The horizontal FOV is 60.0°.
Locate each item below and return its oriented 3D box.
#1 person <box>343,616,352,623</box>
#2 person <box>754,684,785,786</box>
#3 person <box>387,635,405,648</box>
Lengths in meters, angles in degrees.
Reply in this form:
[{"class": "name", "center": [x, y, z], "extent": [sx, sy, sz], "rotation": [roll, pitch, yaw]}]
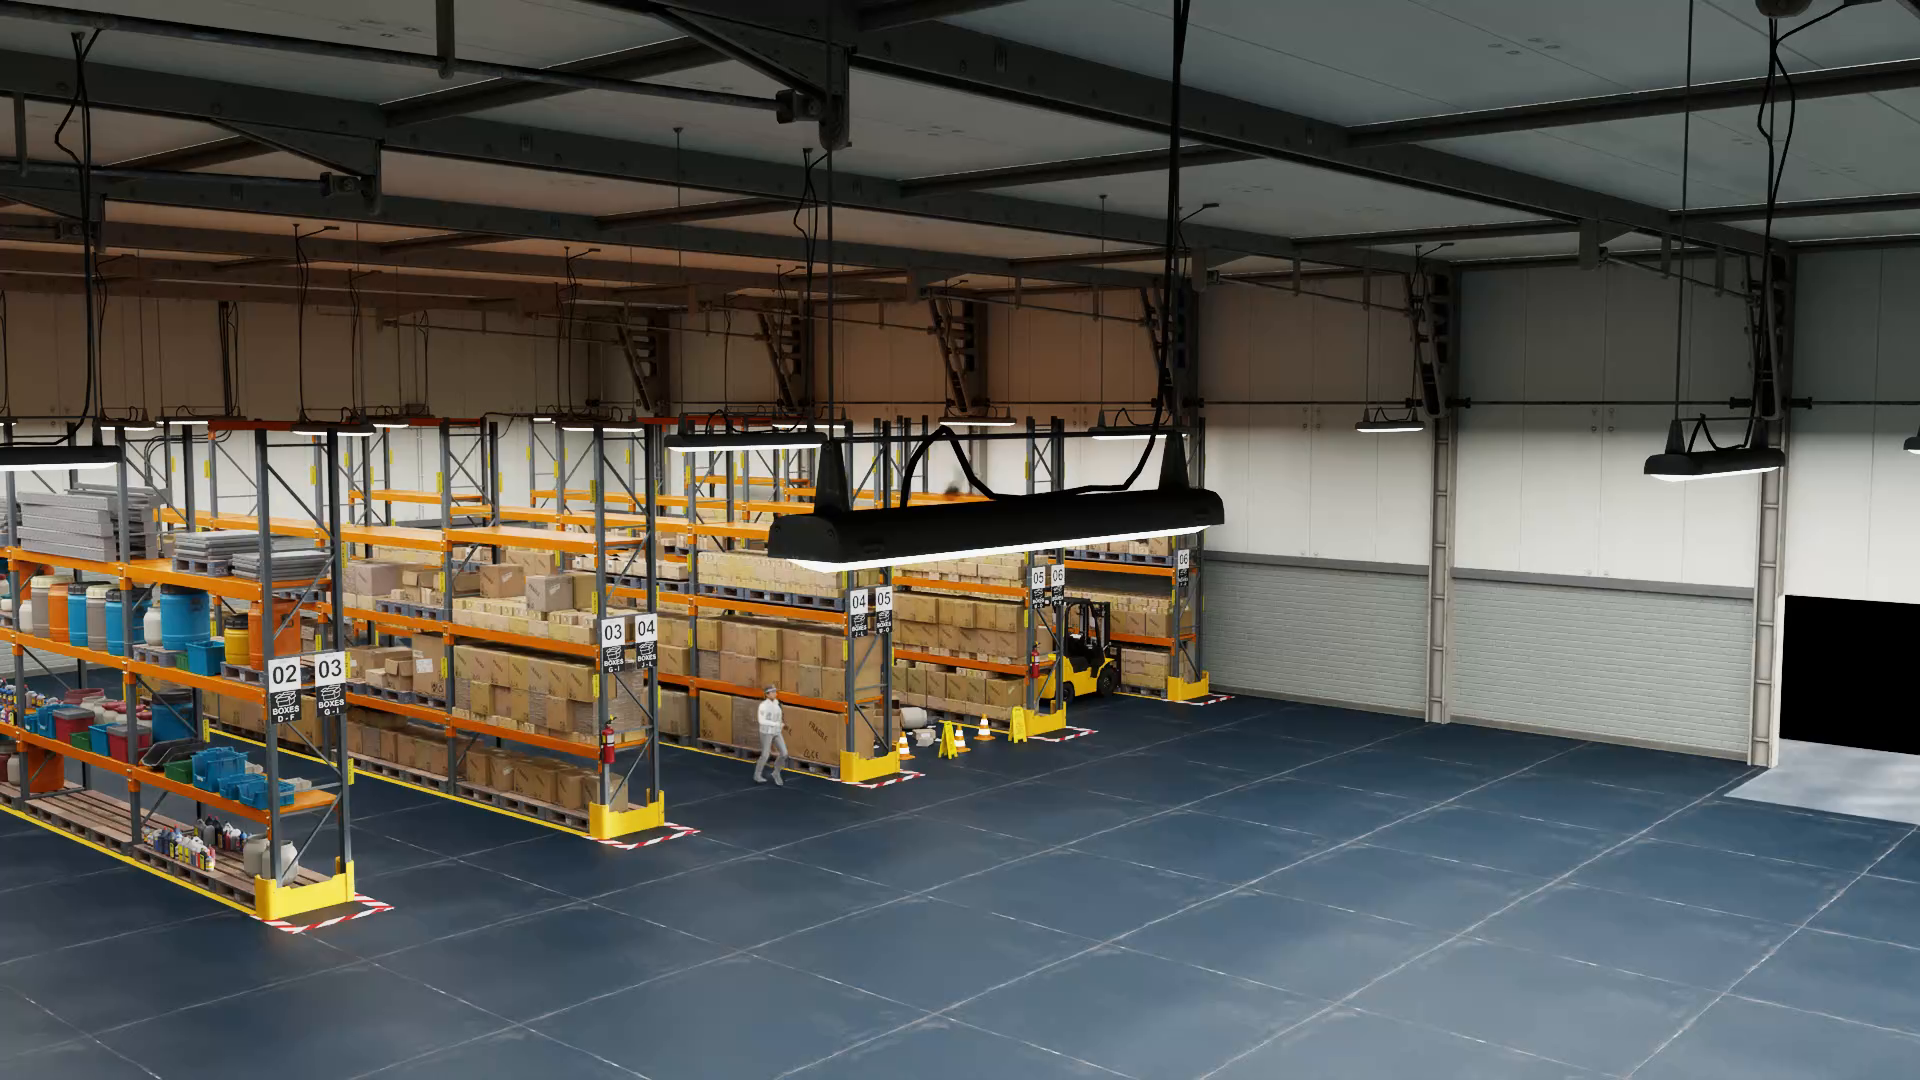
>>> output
[{"class": "person", "center": [-14.563, 2.247, 39.573], "extent": [0.854, 1.670, 0.697], "rotation": [-4, 6, -38]}, {"class": "person", "center": [-3.075, 3.214, 27.467], "extent": [0.699, 1.732, 0.506], "rotation": [4, 6, 38]}, {"class": "person", "center": [-13.676, 2.072, 40.228], "extent": [0.580, 1.576, 0.773], "rotation": [3, 6, 32]}]
